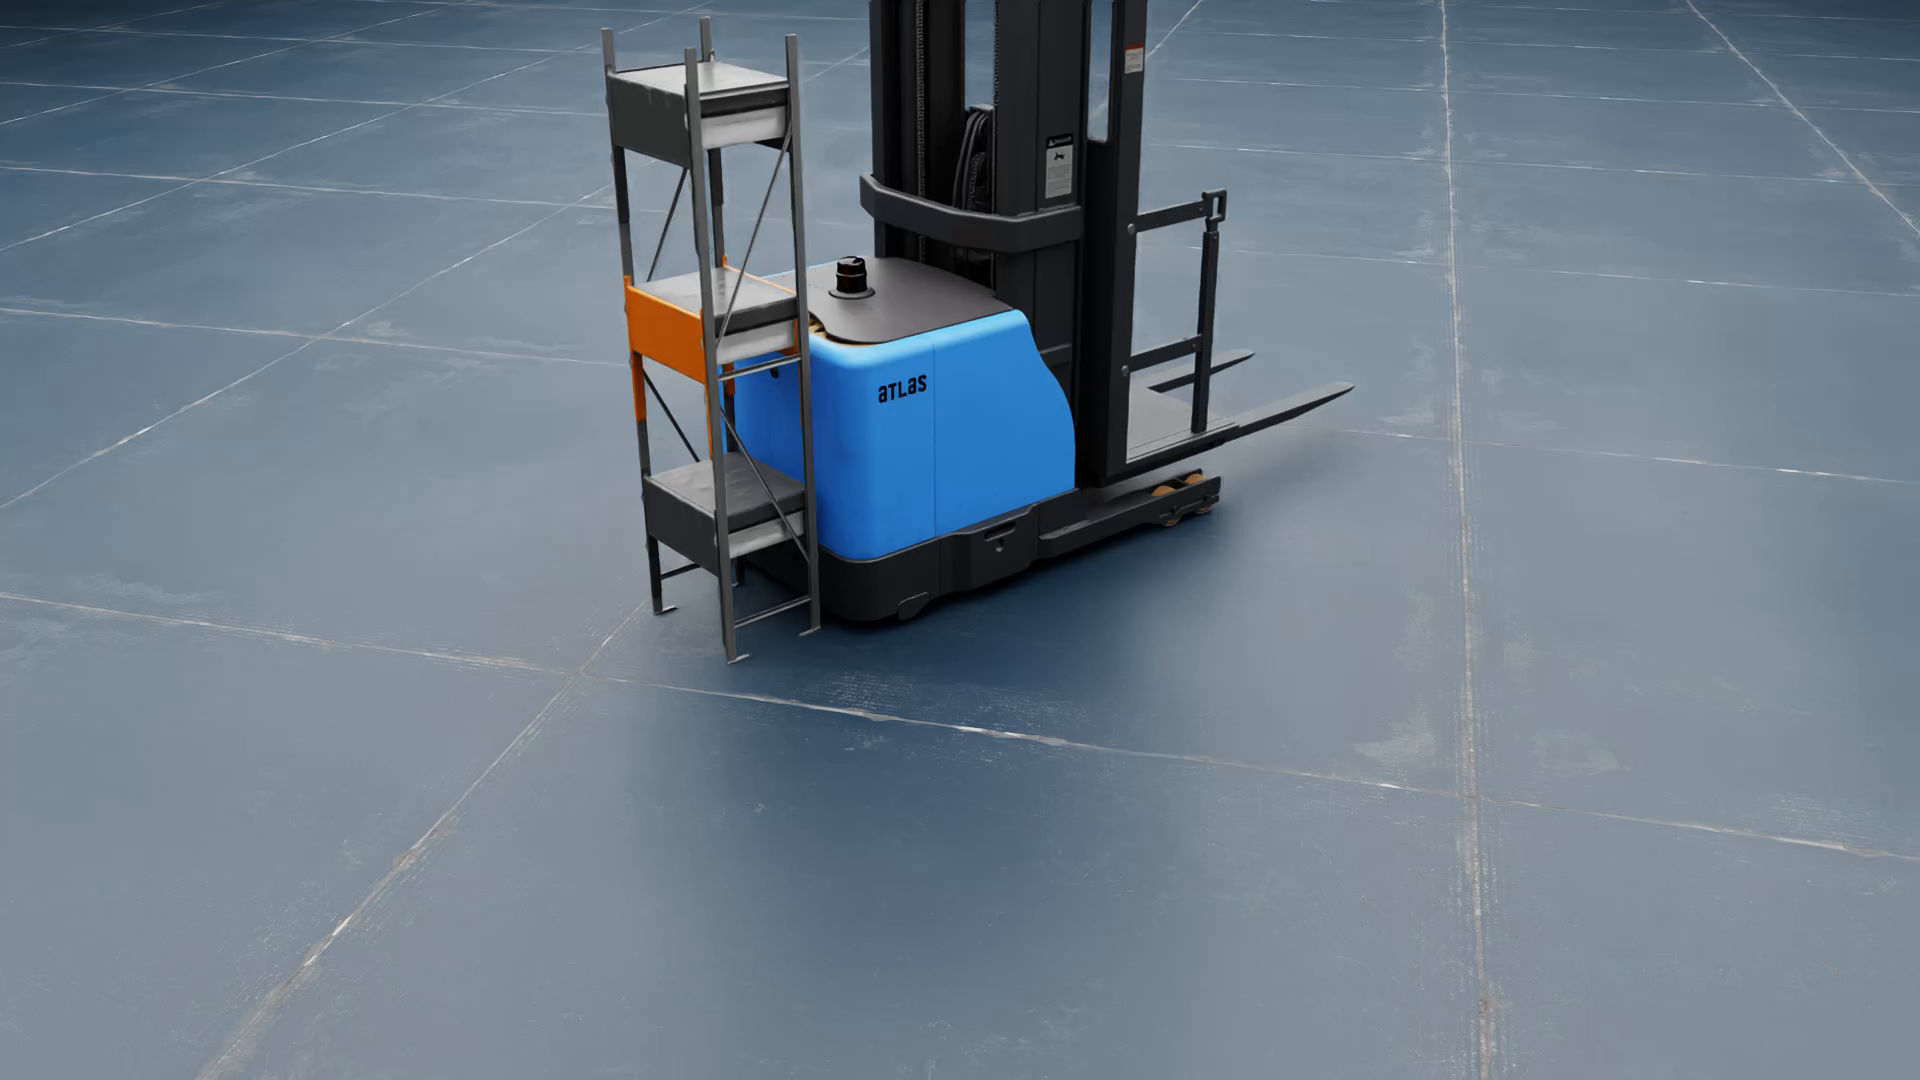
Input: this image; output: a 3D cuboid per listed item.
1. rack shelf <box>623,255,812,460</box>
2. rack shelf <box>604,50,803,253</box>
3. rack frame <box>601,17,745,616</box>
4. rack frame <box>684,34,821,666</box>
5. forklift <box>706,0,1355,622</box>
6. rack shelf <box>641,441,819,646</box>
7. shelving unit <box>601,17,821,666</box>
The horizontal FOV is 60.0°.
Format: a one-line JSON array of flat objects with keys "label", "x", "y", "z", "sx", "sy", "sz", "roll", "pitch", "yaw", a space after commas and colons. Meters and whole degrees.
[{"label": "rack shelf", "x": -0.822, "y": -0.632, "z": 5.667, "sx": 0.431, "sy": 0.518, "sz": 0.480, "roll": -20, "pitch": 32, "yaw": -36}, {"label": "rack shelf", "x": -0.822, "y": -1.264, "z": 5.366, "sx": 0.431, "sy": 0.518, "sz": 0.480, "roll": -20, "pitch": 32, "yaw": -36}, {"label": "rack frame", "x": -0.981, "y": -0.724, "z": 5.829, "sx": 0.400, "sy": 2.100, "sz": 0.015, "roll": -20, "pitch": 32, "yaw": -36}, {"label": "rack frame", "x": -0.663, "y": -0.565, "z": 5.494, "sx": 0.400, "sy": 2.100, "sz": 0.015, "roll": -20, "pitch": 32, "yaw": -36}, {"label": "forklift", "x": 0.463, "y": -1.535, "z": 6.564, "sx": 3.031, "sy": 2.935, "sz": 1.130, "roll": -20, "pitch": 32, "yaw": -35}, {"label": "rack shelf", "x": -0.822, "y": 0.000, "z": 5.968, "sx": 0.431, "sy": 0.518, "sz": 0.480, "roll": -20, "pitch": 32, "yaw": -36}, {"label": "shelving unit", "x": -0.822, "y": -0.645, "z": 5.661, "sx": 0.431, "sy": 2.100, "sz": 0.503, "roll": -20, "pitch": 32, "yaw": -36}]
